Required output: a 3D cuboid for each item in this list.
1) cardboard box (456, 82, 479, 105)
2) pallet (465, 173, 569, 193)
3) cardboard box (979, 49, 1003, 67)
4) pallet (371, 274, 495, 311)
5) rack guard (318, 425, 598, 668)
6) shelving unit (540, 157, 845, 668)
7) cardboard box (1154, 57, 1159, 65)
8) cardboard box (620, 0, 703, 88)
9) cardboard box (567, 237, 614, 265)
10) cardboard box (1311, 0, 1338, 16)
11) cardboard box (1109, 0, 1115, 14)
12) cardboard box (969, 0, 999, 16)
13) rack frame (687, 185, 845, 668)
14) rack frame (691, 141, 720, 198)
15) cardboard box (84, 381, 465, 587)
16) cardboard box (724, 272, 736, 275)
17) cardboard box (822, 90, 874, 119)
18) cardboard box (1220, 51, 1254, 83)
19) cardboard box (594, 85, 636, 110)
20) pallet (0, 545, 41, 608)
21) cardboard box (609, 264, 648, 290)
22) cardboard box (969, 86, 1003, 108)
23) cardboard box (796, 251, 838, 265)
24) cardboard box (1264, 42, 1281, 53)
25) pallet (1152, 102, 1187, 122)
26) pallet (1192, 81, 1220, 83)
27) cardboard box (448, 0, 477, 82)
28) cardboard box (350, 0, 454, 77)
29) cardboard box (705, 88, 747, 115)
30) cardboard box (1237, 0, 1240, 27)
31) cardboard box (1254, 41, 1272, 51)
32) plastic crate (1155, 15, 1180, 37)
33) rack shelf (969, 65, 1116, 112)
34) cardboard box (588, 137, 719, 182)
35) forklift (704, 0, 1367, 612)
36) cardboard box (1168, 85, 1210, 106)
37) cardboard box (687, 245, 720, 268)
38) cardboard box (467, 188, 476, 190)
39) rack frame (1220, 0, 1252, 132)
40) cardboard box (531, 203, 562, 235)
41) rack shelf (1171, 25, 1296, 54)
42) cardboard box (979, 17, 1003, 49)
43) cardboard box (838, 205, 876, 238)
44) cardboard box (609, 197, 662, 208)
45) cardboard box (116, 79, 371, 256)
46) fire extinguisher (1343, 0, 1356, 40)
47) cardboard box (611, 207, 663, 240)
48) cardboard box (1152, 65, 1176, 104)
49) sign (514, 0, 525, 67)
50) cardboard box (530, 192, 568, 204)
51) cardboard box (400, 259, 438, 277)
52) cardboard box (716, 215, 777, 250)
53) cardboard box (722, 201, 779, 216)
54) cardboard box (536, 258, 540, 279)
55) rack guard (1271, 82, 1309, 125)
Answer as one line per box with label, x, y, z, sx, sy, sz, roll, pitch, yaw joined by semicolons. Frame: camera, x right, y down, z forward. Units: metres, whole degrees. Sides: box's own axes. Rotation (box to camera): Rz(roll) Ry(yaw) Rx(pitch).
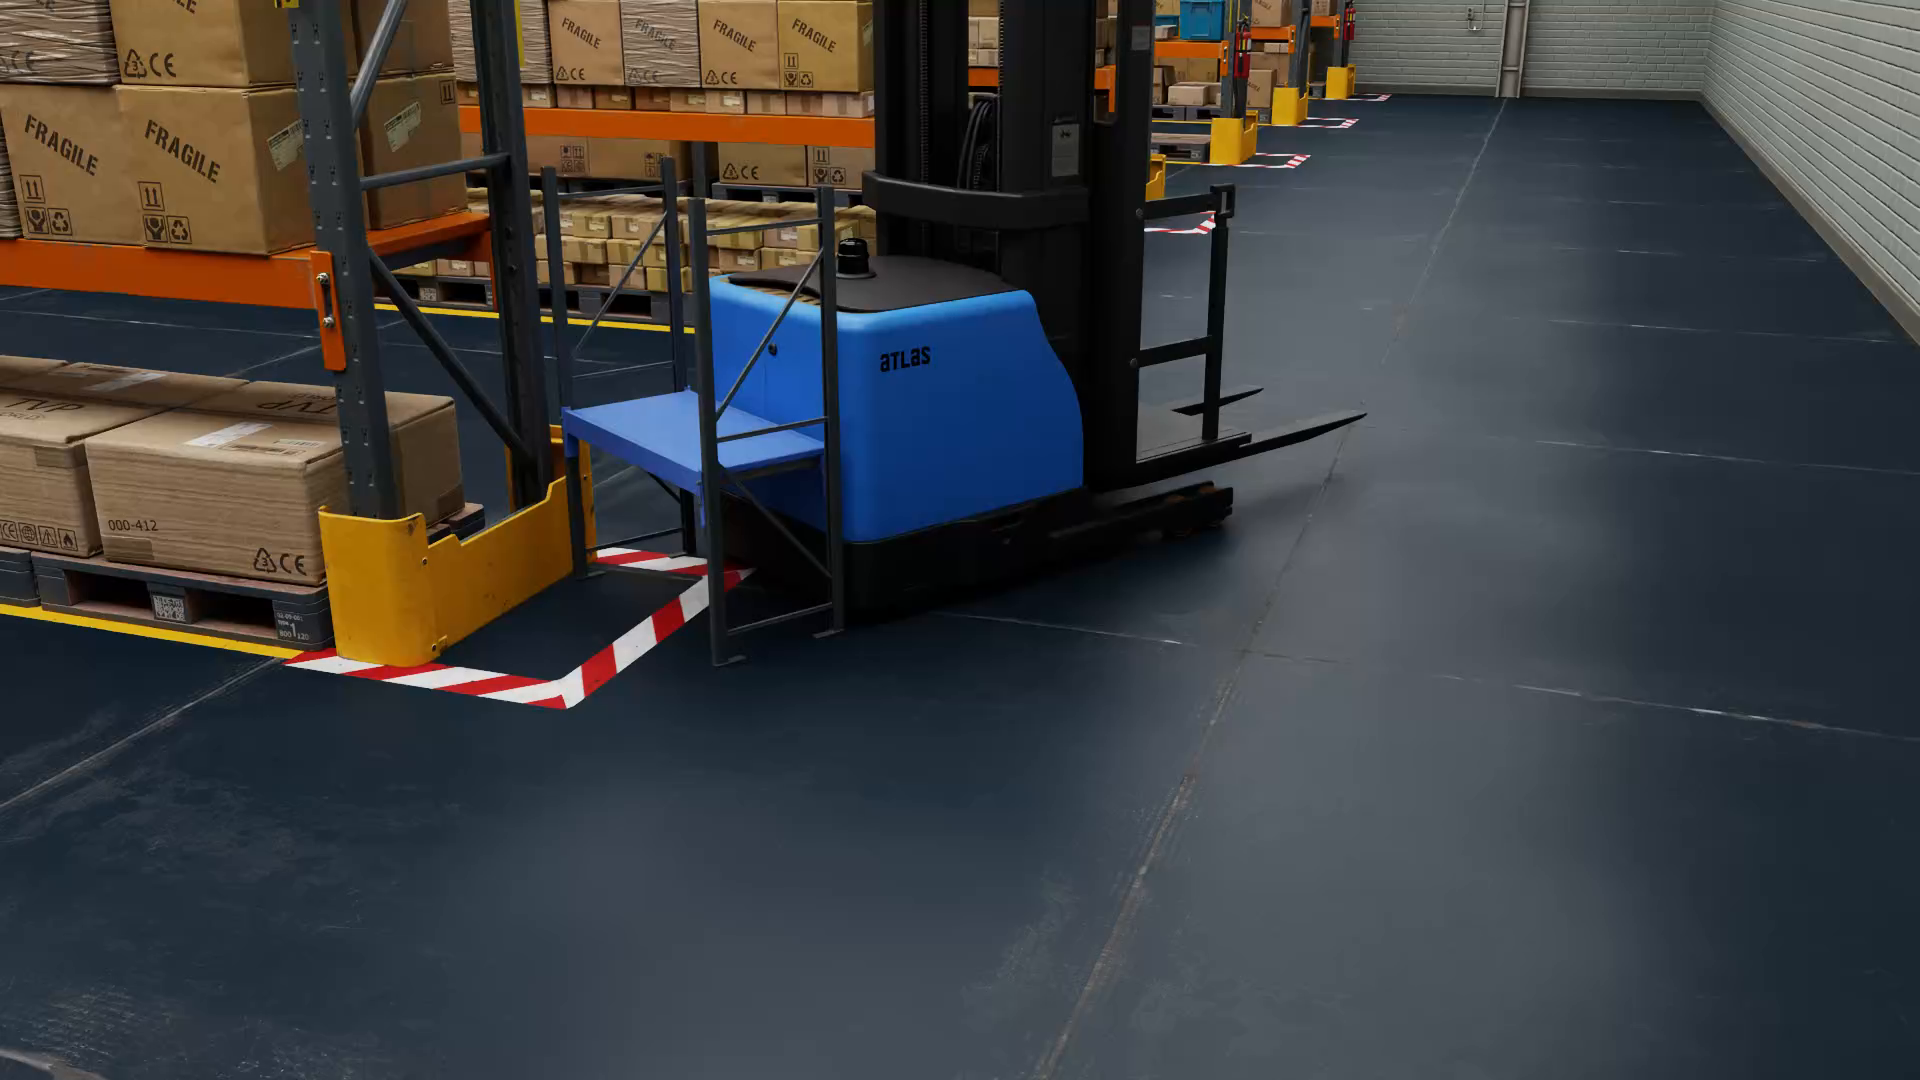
cardboard box;-3.046;-2.881;10.667;0.250;0.149;0.380;6;20;16
pallet;-4.185;-3.586;16.544;1.213;0.211;1.003;7;20;18
cardboard box;0.340;-4.180;14.392;0.250;0.149;0.380;7;20;19
pallet;-3.352;-1.802;11.426;1.213;0.211;1.003;7;20;18
rack guard;-1.726;-0.016;5.862;0.348;0.500;1.175;7;20;18
shelving unit;-0.912;-0.479;5.671;0.538;1.500;1.048;-14;24;-36
cardboard box;3.275;-8.238;28.811;0.500;0.500;0.700;7;20;19
cardboard box;-1.695;-3.014;10.062;0.500;0.500;0.500;7;20;18
cardboard box;-2.302;-1.872;10.630;0.250;0.149;0.380;7;20;19
cardboard box;5.895;-9.094;27.652;0.700;0.700;0.980;7;21;21
cardboard box;2.328;-7.590;23.642;0.500;0.500;0.500;6;20;18
cardboard box;0.175;-4.948;14.849;0.500;0.500;0.500;6;20;17
rack frame;-0.599;-0.347;5.293;0.500;1.500;0.032;-14;24;-36
rack frame;-2.275;-4.712;15.537;0.127;3.000;1.000;7;20;18
cardboard box;-2.405;-0.227;5.926;0.875;0.438;0.875;6;20;16
cardboard box;-1.283;-1.644;10.430;0.250;0.149;0.380;6;20;18
cardboard box;-0.620;-2.577;9.795;0.250;0.149;0.380;7;20;18
cardboard box;4.738;-8.071;28.333;0.500;0.500;0.700;6;20;16
cardboard box;-2.064;-2.767;10.340;0.250;0.149;0.380;7;20;19
pallet;-3.678;-0.076;6.475;1.213;0.211;1.003;7;20;18
cardboard box;-2.033;-1.711;10.620;0.250;0.149;0.380;7;20;19
cardboard box;0.013;-3.617;14.987;0.875;0.875;0.875;7;20;18
cardboard box;-0.812;-1.710;10.165;0.250;0.149;0.380;6;20;17
cardboard box;5.263;-8.254;27.871;0.250;0.149;0.380;7;20;20
pallet;2.784;-6.269;24.241;1.213;0.211;1.003;7;20;18
pallet;4.451;-7.778;28.569;1.213;0.211;1.003;7;20;18
cardboard box;-3.143;-3.185;10.553;0.500;0.500;0.500;7;20;18
cardboard box;-2.108;-1.858;5.680;0.500;0.500;0.500;6;20;17
cardboard box;-1.333;-2.659;10.028;0.250;0.149;0.380;7;20;20
cardboard box;3.755;-7.426;23.170;0.500;0.500;0.500;7;20;19
cardboard box;5.155;-8.399;28.289;0.250;0.149;0.380;7;20;19
plastic crate;2.382;-5.969;19.307;0.300;0.233;0.416;7;20;18
rack shelf;-0.386;-4.156;15.036;4.000;0.370;1.077;7;20;18
cardboard box;-2.886;-3.970;15.998;0.875;0.875;1.225;7;20;18
forklift;0.477;-1.515;6.471;3.031;2.935;1.130;-15;24;-37
cardboard box;3.276;-6.363;23.783;0.500;0.250;0.500;7;20;18
cardboard box;-1.523;-1.826;10.499;0.250;0.149;0.380;6;20;17
cardboard box;-3.576;-2.356;11.568;0.250;0.149;0.380;7;20;20
rack frame;3.129;-5.820;18.715;0.127;3.000;1.000;7;20;18
cardboard box;-2.777;-2.078;10.770;0.250;0.149;0.380;7;20;19
rack shelf;2.869;-7.236;23.871;4.000;0.370;1.077;7;20;18
cardboard box;0.480;-4.374;14.344;0.500;0.250;0.500;6;20;17
cardboard box;-0.603;-2.044;10.672;0.250;0.149;0.380;6;20;16
cardboard box;-2.121;-2.177;11.055;0.250;0.149;0.380;7;20;18
cardboard box;-2.291;-1.216;5.355;0.500;0.500;0.500;7;20;18
fire extinguisher;6.371;-8.528;27.168;0.183;0.674;0.296;7;20;18
cardboard box;-2.016;-2.016;10.592;0.250;0.149;0.380;6;20;16
cardboard box;2.756;-6.619;24.133;0.637;0.503;0.797;7;20;18
sign;-1.561;-1.817;5.796;0.005;0.325;0.100;7;20;18
cardboard box;-2.865;-2.264;11.304;0.250;0.149;0.380;7;20;20
cardboard box;-3.508;-1.865;11.062;0.250;0.149;0.380;7;20;20
cardboard box;-1.308;-1.894;10.241;0.250;0.149;0.380;6;20;17
cardboard box;-1.360;-2.104;10.846;0.250;0.149;0.380;6;20;15
cardboard box;-2.734;-1.824;10.945;0.250;0.149;0.380;6;20;16
rack guard;4.686;-6.188;23.568;0.348;0.500;1.175;7;20;18
